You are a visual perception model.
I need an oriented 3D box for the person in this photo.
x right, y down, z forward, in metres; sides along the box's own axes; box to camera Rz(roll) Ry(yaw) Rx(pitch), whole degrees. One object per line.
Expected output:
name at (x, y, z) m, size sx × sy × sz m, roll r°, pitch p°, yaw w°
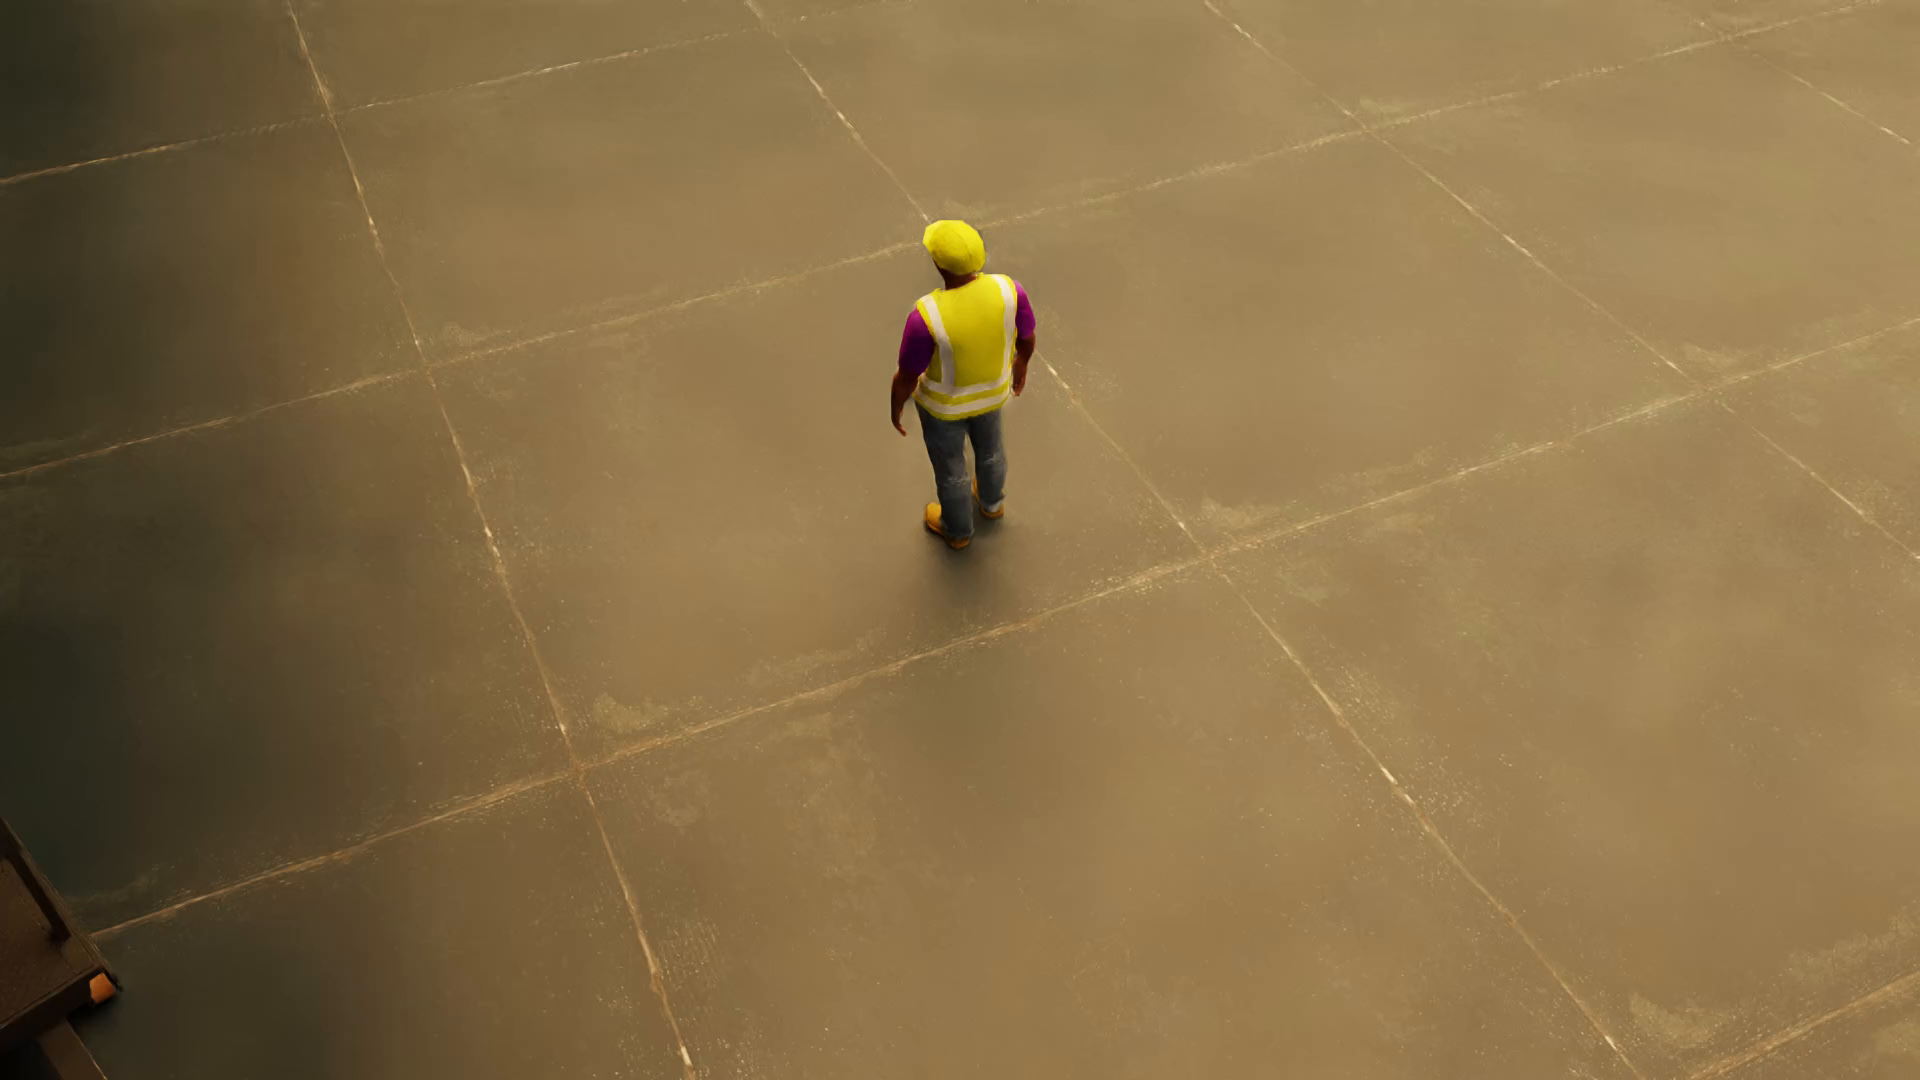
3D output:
person at (-0.024, -0.695, 7.269) m, size 0.665 × 1.766 × 0.576 m, roll -18°, pitch 46°, yaw -18°
